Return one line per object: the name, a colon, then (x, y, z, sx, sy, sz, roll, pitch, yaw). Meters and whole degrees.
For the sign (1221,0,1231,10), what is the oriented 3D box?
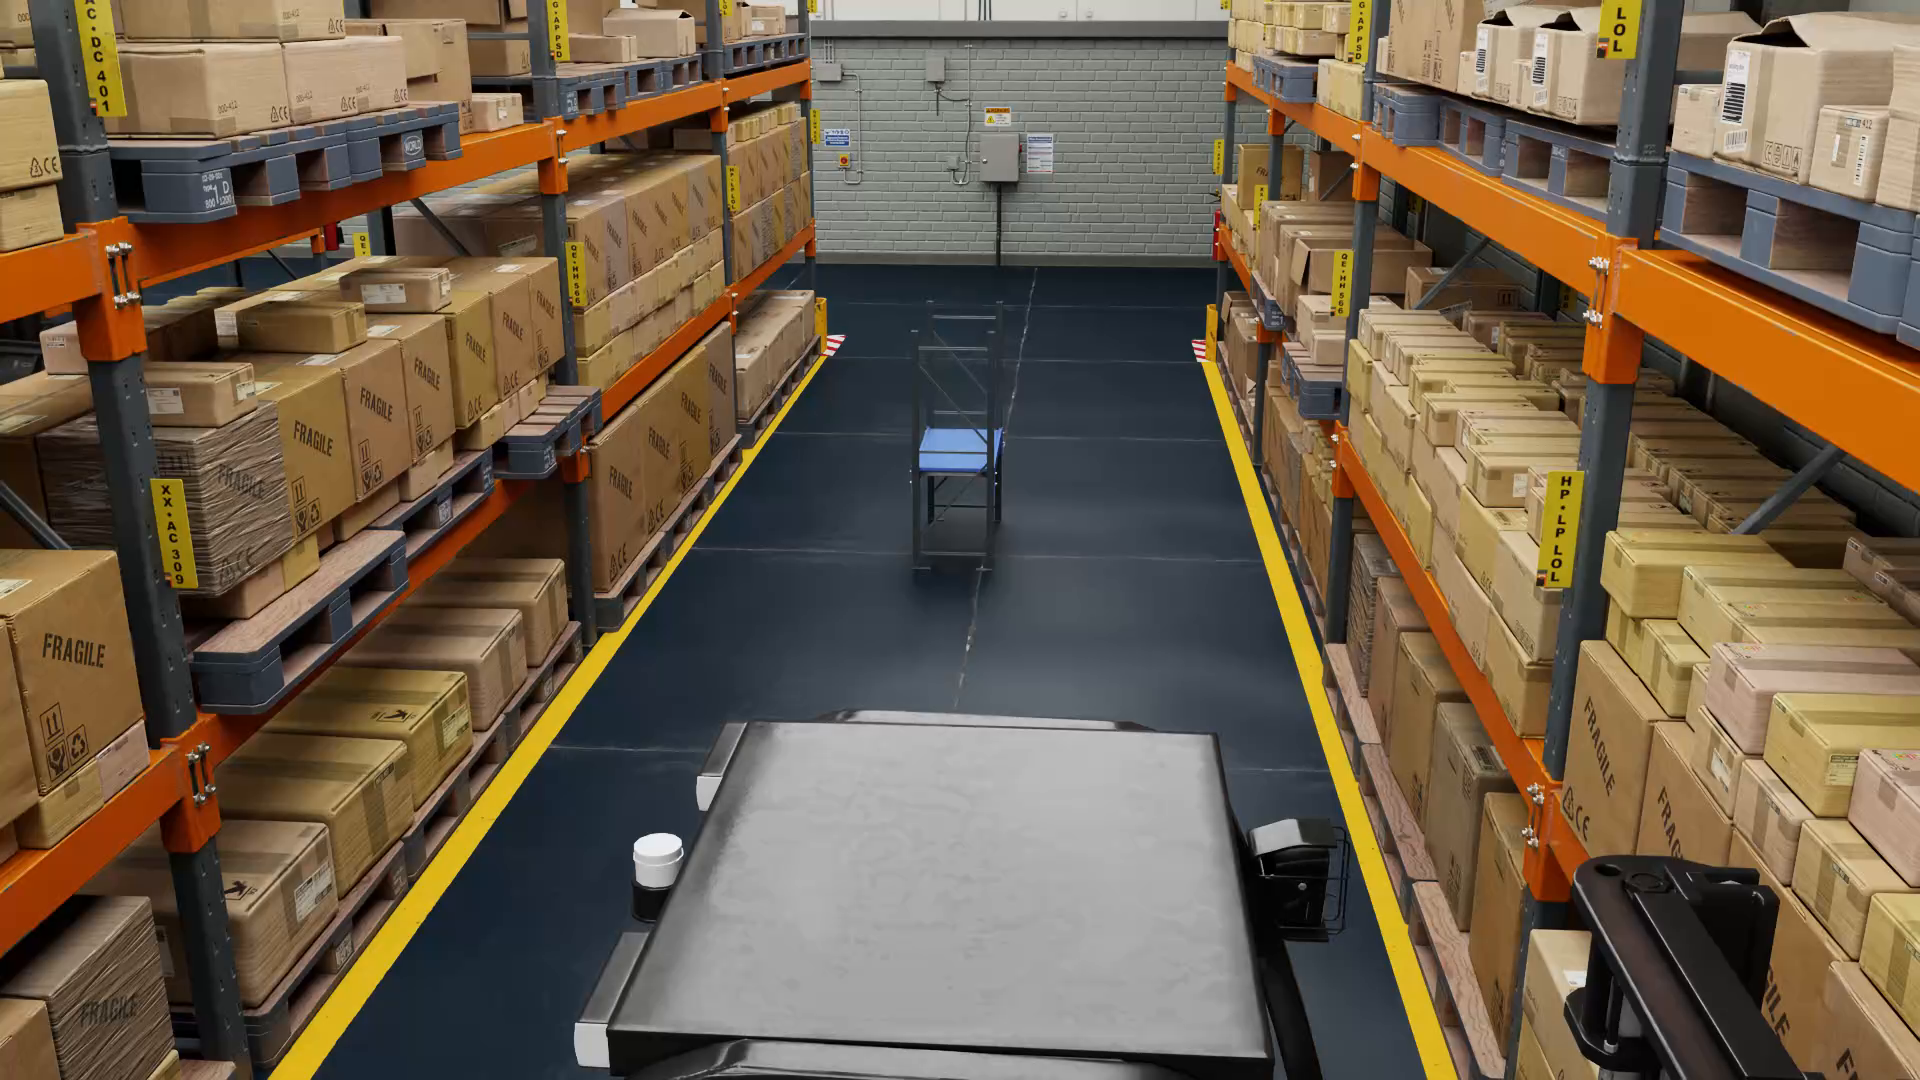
sign: (2.472, -5.086, 15.406, 0.100, 0.325, 0.005, 1, 18, 4)

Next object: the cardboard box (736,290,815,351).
cardboard box: (-1.885, -2.117, 16.008, 0.875, 0.438, 0.875, 1, 18, 2)

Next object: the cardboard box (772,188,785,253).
cardboard box: (-1.811, -2.758, 14.363, 0.500, 0.500, 0.500, 2, 18, 6)

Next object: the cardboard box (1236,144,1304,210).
cardboard box: (2.605, -3.059, 13.999, 0.500, 0.500, 0.500, 2, 18, 5)

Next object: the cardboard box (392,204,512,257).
cardboard box: (-2.735, -1.547, 9.061, 0.500, 0.500, 0.500, 1, 18, 2)

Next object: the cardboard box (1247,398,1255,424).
cardboard box: (2.474, -1.015, 13.107, 0.380, 0.149, 0.250, 1, 18, 2)

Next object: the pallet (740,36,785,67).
pallet: (-2.065, -4.115, 13.990, 1.003, 0.211, 1.213, 1, 18, 4)

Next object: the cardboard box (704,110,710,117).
cardboard box: (-2.347, -3.667, 14.488, 0.380, 0.149, 0.250, 1, 18, 4)

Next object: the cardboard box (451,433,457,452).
cardboard box: (-2.396, -0.428, 7.141, 0.380, 0.149, 0.250, 1, 18, 4)

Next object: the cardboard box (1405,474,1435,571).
cardboard box: (2.054, -0.067, 6.552, 0.500, 0.250, 0.500, 2, 18, 6)

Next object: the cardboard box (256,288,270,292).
cardboard box: (-6.668, -2.379, 16.315, 0.380, 0.149, 0.250, 1, 18, 5)

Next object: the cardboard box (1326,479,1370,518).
cardboard box: (2.223, -0.227, 9.097, 0.380, 0.149, 0.250, 0, 18, 1)

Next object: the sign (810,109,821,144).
sign: (-1.398, -3.989, 16.039, 0.100, 0.325, 0.005, 1, 18, 4)

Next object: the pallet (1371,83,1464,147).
pallet: (2.480, -1.871, 7.302, 1.213, 0.211, 1.003, 2, 18, 6)

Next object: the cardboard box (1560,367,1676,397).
cardboard box: (2.653, -0.599, 6.732, 0.380, 0.149, 0.250, 1, 18, 3)

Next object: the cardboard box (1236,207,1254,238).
cardboard box: (2.628, -2.695, 14.093, 0.500, 0.250, 0.500, 1, 18, 2)

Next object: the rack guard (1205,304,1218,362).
rack guard: (3.008, -2.021, 16.289, 1.175, 0.500, 0.348, 1, 18, 4)

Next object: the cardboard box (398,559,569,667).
cardboard box: (-2.562, 0.367, 8.533, 0.950, 0.372, 0.625, 0, 18, 0)

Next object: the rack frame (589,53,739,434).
rack frame: (-2.225, -2.100, 12.515, 1.000, 3.000, 0.127, 1, 18, 4)

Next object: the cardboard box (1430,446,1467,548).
cardboard box: (2.005, -0.149, 5.999, 0.500, 0.250, 0.500, 2, 18, 5)

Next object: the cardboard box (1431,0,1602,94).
cardboard box: (2.072, -1.933, 6.191, 0.500, 0.500, 0.500, 2, 18, 5)

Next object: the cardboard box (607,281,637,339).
cardboard box: (-2.191, -1.337, 9.623, 0.500, 0.250, 0.500, 2, 18, 5)

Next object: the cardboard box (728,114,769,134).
cardboard box: (-1.815, -3.496, 13.967, 0.380, 0.149, 0.250, 1, 18, 4)

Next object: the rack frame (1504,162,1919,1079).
rack frame: (2.153, 0.494, 4.598, 1.000, 3.000, 0.127, 1, 18, 4)

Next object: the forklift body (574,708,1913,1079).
forklift body: (0.183, 1.510, 2.860, 2.313, 2.155, 1.214, 1, 18, 4)

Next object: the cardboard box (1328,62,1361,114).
cardboard box: (2.270, -2.423, 8.925, 0.500, 0.250, 0.500, 1, 18, 4)

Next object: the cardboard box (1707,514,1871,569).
cardboard box: (2.392, 0.034, 4.800, 0.380, 0.149, 0.250, 1, 18, 3)

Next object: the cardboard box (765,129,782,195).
cardboard box: (-1.820, -3.237, 14.220, 0.500, 0.500, 0.500, 1, 18, 4)

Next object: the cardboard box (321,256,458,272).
cardboard box: (-2.774, -1.112, 8.186, 0.500, 0.500, 0.500, 1, 18, 2)

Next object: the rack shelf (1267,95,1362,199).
rack shelf: (2.583, -2.453, 9.930, 1.077, 0.370, 4.000, 1, 18, 4)

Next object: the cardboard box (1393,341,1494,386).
cardboard box: (2.106, -0.767, 7.244, 0.380, 0.149, 0.250, 1, 18, 5)

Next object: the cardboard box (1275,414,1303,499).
cardboard box: (2.399, -0.537, 11.083, 0.500, 0.500, 0.500, 1, 18, 2)

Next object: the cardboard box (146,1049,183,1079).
cardboard box: (-2.572, 1.681, 4.717, 0.500, 0.250, 0.500, 2, 18, 6)

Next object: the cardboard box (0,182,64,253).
cardboard box: (-2.516, -0.817, 4.184, 0.380, 0.149, 0.250, 1, 18, 4)

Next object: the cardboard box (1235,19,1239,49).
cardboard box: (2.693, -4.438, 14.597, 0.500, 0.250, 0.500, 2, 18, 5)

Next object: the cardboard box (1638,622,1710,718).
cardboard box: (1.851, 0.312, 3.952, 0.380, 0.149, 0.250, 2, 18, 5)

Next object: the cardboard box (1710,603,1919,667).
cardboard box: (1.896, 0.252, 3.657, 0.380, 0.149, 0.250, 1, 18, 3)

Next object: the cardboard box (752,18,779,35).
cardboard box: (-1.831, -4.622, 14.962, 0.380, 0.149, 0.250, 0, 18, 0)

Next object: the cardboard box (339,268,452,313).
cardboard box: (-2.347, -1.040, 6.926, 0.380, 0.149, 0.250, 0, 18, 1)

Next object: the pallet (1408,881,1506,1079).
pallet: (2.167, 1.589, 5.733, 1.003, 0.211, 1.213, 1, 18, 4)

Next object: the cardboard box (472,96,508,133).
cardboard box: (-2.334, -1.984, 7.747, 0.380, 0.149, 0.250, 1, 18, 4)

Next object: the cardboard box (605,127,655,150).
cardboard box: (-2.520, -3.034, 12.557, 0.380, 0.149, 0.250, 1, 18, 3)

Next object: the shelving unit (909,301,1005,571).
shelving unit: (-0.006, -0.686, 10.609, 0.538, 1.500, 1.048, 1, 18, 4)

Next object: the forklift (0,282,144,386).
forklift: (-5.113, -0.837, 8.771, 1.130, 2.935, 3.031, 5, 19, 16)

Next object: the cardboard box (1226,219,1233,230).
cardboard box: (2.716, -3.018, 15.718, 0.380, 0.149, 0.250, 1, 18, 3)

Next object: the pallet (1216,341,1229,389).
pallet: (2.952, -1.636, 15.578, 1.003, 0.211, 1.213, 1, 18, 4)

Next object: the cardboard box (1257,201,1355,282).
cardboard box: (2.469, -2.092, 11.656, 0.700, 0.500, 0.500, 2, 18, 5)

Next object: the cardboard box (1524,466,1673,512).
cardboard box: (2.027, -0.128, 5.294, 0.380, 0.149, 0.250, 1, 18, 4)

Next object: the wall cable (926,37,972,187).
wall cable: (-0.141, -5.549, 21.409, 0.588, 1.984, 0.122, 1, 18, 4)

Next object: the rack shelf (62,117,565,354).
rack shelf: (-2.655, -1.320, 6.473, 1.077, 0.370, 4.000, 1, 18, 4)

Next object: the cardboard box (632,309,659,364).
cardboard box: (-2.163, -1.256, 10.179, 0.500, 0.250, 0.500, 2, 18, 6)

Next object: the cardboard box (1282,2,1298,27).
cardboard box: (2.267, -3.359, 10.631, 0.380, 0.149, 0.250, 1, 18, 3)

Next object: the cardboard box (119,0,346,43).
cardboard box: (-2.331, -1.734, 5.345, 0.500, 0.250, 0.500, 1, 18, 3)

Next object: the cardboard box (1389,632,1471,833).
cardboard box: (2.294, 0.786, 6.845, 0.875, 0.625, 0.625, 1, 18, 2)

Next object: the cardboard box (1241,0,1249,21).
cardboard box: (2.653, -4.520, 14.043, 0.500, 0.250, 0.500, 1, 18, 3)

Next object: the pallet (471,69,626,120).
pallet: (-2.518, -2.395, 8.900, 1.213, 0.211, 1.003, 2, 18, 6)

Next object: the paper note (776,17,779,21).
paper note: (-1.508, -4.304, 13.743, 0.006, 0.032, 0.123, 1, 18, 4)

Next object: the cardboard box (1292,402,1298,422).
cardboard box: (2.425, -0.875, 11.075, 0.380, 0.149, 0.250, 1, 18, 4)

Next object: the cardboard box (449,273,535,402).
cardboard box: (-2.293, -0.938, 7.656, 0.500, 0.500, 0.500, 1, 18, 3)
